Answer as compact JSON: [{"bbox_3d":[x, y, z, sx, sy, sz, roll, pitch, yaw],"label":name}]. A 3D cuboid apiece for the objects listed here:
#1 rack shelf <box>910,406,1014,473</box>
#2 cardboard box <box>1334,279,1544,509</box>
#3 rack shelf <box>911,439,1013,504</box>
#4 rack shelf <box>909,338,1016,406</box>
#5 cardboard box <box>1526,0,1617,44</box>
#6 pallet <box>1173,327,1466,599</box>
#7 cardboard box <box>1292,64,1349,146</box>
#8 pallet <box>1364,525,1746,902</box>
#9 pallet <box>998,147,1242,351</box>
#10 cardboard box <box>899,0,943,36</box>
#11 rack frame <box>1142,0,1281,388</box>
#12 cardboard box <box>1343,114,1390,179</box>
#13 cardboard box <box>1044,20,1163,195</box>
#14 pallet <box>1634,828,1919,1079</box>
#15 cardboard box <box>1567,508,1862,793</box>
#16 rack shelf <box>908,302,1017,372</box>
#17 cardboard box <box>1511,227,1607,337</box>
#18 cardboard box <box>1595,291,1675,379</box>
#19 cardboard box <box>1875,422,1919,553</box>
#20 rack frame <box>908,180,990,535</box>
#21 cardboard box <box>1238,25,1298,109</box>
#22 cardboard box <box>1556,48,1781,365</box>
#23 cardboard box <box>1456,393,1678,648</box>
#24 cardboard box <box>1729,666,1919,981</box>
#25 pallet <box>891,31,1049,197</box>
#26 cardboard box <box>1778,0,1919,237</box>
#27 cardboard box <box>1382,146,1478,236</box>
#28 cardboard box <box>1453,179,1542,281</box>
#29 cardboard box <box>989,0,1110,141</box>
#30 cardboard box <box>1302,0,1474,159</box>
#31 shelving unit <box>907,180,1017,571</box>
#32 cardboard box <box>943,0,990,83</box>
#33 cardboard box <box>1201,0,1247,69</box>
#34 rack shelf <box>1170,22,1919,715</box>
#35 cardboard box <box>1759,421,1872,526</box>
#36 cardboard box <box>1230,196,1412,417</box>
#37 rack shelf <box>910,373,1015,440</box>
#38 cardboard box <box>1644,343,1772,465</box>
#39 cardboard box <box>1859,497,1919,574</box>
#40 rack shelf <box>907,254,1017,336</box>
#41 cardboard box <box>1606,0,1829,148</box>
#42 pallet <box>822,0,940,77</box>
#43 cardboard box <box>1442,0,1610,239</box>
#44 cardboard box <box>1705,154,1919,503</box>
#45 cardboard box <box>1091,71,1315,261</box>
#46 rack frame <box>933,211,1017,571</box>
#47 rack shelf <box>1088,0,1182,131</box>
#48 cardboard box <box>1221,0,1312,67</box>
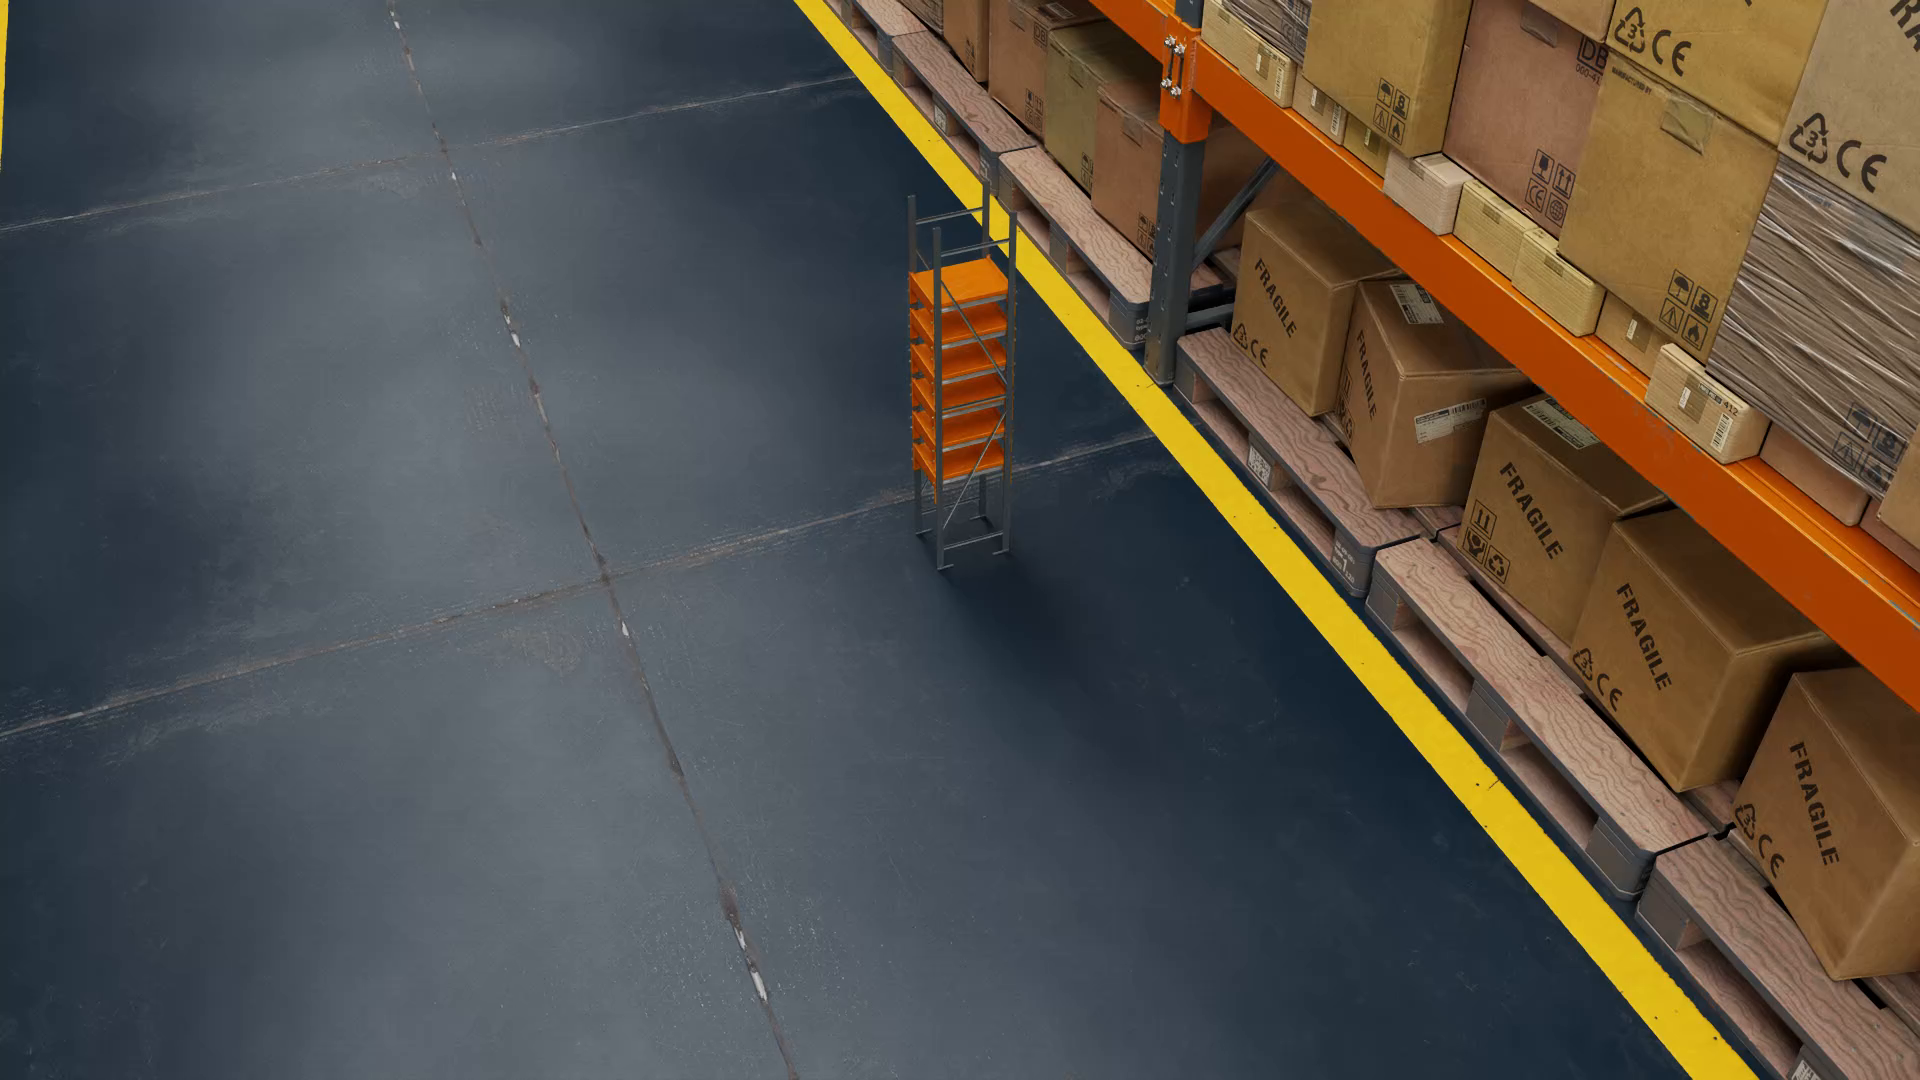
[{"bbox_3d":[0.006,-0.322,4.956,0.258,0.103,0.180,-15,43,-17],"label":"rack shelf"},{"bbox_3d":[1.482,-0.453,5.072,0.500,0.500,0.500,-3,41,-3],"label":"cardboard box"},{"bbox_3d":[0.006,-0.231,5.034,0.258,0.103,0.180,-15,43,-17],"label":"rack shelf"},{"bbox_3d":[0.006,-0.504,4.799,0.258,0.103,0.180,-15,43,-17],"label":"rack shelf"},{"bbox_3d":[1.461,-1.429,3.540,0.500,0.500,0.500,-15,43,-17],"label":"cardboard box"},{"bbox_3d":[1.430,-0.383,5.533,1.003,0.211,1.213,-15,43,-17],"label":"pallet"},{"bbox_3d":[1.149,-1.239,4.582,0.380,0.149,0.250,-15,43,-17],"label":"cardboard box"},{"bbox_3d":[1.900,0.353,4.677,1.003,0.211,1.213,-15,43,-17],"label":"pallet"},{"bbox_3d":[0.841,-1.247,6.539,1.003,0.211,1.213,-15,43,-17],"label":"pallet"},{"bbox_3d":[0.108,-2.735,7.710,0.700,0.500,0.500,-19,44,-20],"label":"cardboard box"},{"bbox_3d":[1.140,-1.836,5.084,1.000,3.000,0.127,-15,43,-17],"label":"rack frame"},{"bbox_3d":[1.254,-1.090,4.410,0.380,0.149,0.250,-15,43,-17],"label":"cardboard box"},{"bbox_3d":[0.760,-1.722,6.532,0.700,0.500,0.500,-15,43,-17],"label":"cardboard box"},{"bbox_3d":[2.363,1.087,3.824,1.003,0.211,1.213,-15,43,-17],"label":"pallet"},{"bbox_3d":[1.965,0.248,4.256,0.500,0.500,0.500,-11,42,-13],"label":"cardboard box"},{"bbox_3d":[0.006,-0.594,4.721,0.258,0.103,0.180,-15,43,-17],"label":"rack shelf"},{"bbox_3d":[1.531,-0.636,3.882,0.380,0.149,0.250,-15,43,-17],"label":"cardboard box"},{"bbox_3d":[1.668,-0.497,3.720,0.380,0.149,0.250,-15,43,-17],"label":"cardboard box"},{"bbox_3d":[2.183,-0.186,2.861,0.875,0.500,0.500,-15,43,-17],"label":"cardboard box"},{"bbox_3d":[-0.029,-0.501,4.913,0.240,1.200,0.006,-15,43,-17],"label":"rack frame"},{"bbox_3d":[1.028,-1.382,4.750,0.380,0.149,0.250,-15,43,-17],"label":"cardboard box"},{"bbox_3d":[1.851,-0.803,3.578,0.875,0.500,0.500,-15,43,-17],"label":"cardboard box"},{"bbox_3d":[1.792,-0.099,4.660,0.500,0.500,0.500,-19,44,-21],"label":"cardboard box"},{"bbox_3d":[2.187,0.630,3.812,0.500,0.500,0.500,-5,41,-6],"label":"cardboard box"},{"bbox_3d":[0.370,-1.983,7.394,1.003,0.211,1.213,-15,43,-17],"label":"pallet"},{"bbox_3d":[1.846,-0.827,2.840,0.500,0.500,0.500,-15,43,-17],"label":"cardboard box"},{"bbox_3d":[1.311,-0.929,4.223,0.380,0.149,0.250,-15,43,-17],"label":"cardboard box"},{"bbox_3d":[1.445,-0.789,4.060,0.380,0.149,0.250,-15,43,-17],"label":"cardboard box"},{"bbox_3d":[0.545,-2.059,6.924,0.700,0.500,0.500,-19,44,-20],"label":"cardboard box"},{"bbox_3d":[1.414,-1.390,4.261,0.875,0.500,0.500,-15,43,-17],"label":"cardboard box"},{"bbox_3d":[0.006,-0.446,4.849,0.258,1.200,0.189,-15,43,-17],"label":"shelving unit"},{"bbox_3d":[0.332,-2.395,7.314,0.700,0.500,0.500,-12,42,-13],"label":"cardboard box"},{"bbox_3d":[0.944,-1.536,4.928,0.380,0.149,0.250,-15,43,-17],"label":"cardboard box"},{"bbox_3d":[1.905,-0.358,3.918,1.077,0.370,4.000,-15,43,-17],"label":"rack shelf"},{"bbox_3d":[1.877,-0.200,3.375,0.380,0.149,0.250,-15,43,-17],"label":"cardboard box"},{"bbox_3d":[1.256,-0.796,5.471,0.500,0.500,0.500,-16,43,-18],"label":"cardboard box"},{"bbox_3d":[0.006,-0.413,4.878,0.258,0.103,0.180,-15,43,-17],"label":"rack shelf"},{"bbox_3d":[1.700,-0.329,3.524,0.380,0.149,0.250,-15,43,-17],"label":"cardboard box"},{"bbox_3d":[1.994,-0.055,3.206,0.380,0.149,0.250,-15,43,-17],"label":"cardboard box"},{"bbox_3d":[0.006,-0.685,4.643,0.258,0.103,0.180,-15,43,-17],"label":"rack shelf"},{"bbox_3d":[1.662,-1.131,3.193,0.500,0.500,0.500,-15,43,-17],"label":"cardboard box"},{"bbox_3d":[-0.093,-2.717,8.248,1.003,0.211,1.213,-15,43,-17],"label":"pallet"},{"bbox_3d":[1.698,-1.114,3.940,0.875,0.500,0.500,-15,43,-17],"label":"cardboard box"},{"bbox_3d":[2.032,-0.498,3.224,0.875,0.500,0.500,-15,43,-17],"label":"cardboard box"},{"bbox_3d":[0.925,-1.430,6.192,0.700,0.500,0.500,-18,44,-20],"label":"cardboard box"},{"bbox_3d":[0.041,-0.391,4.785,0.240,1.200,0.006,-15,43,-17],"label":"rack frame"},{"bbox_3d":[0.375,-2.768,6.720,1.077,0.370,4.000,-15,43,-17],"label":"rack shelf"},{"bbox_3d":[1.255,-1.700,4.622,0.875,0.500,0.500,-15,43,-17],"label":"cardboard box"}]
